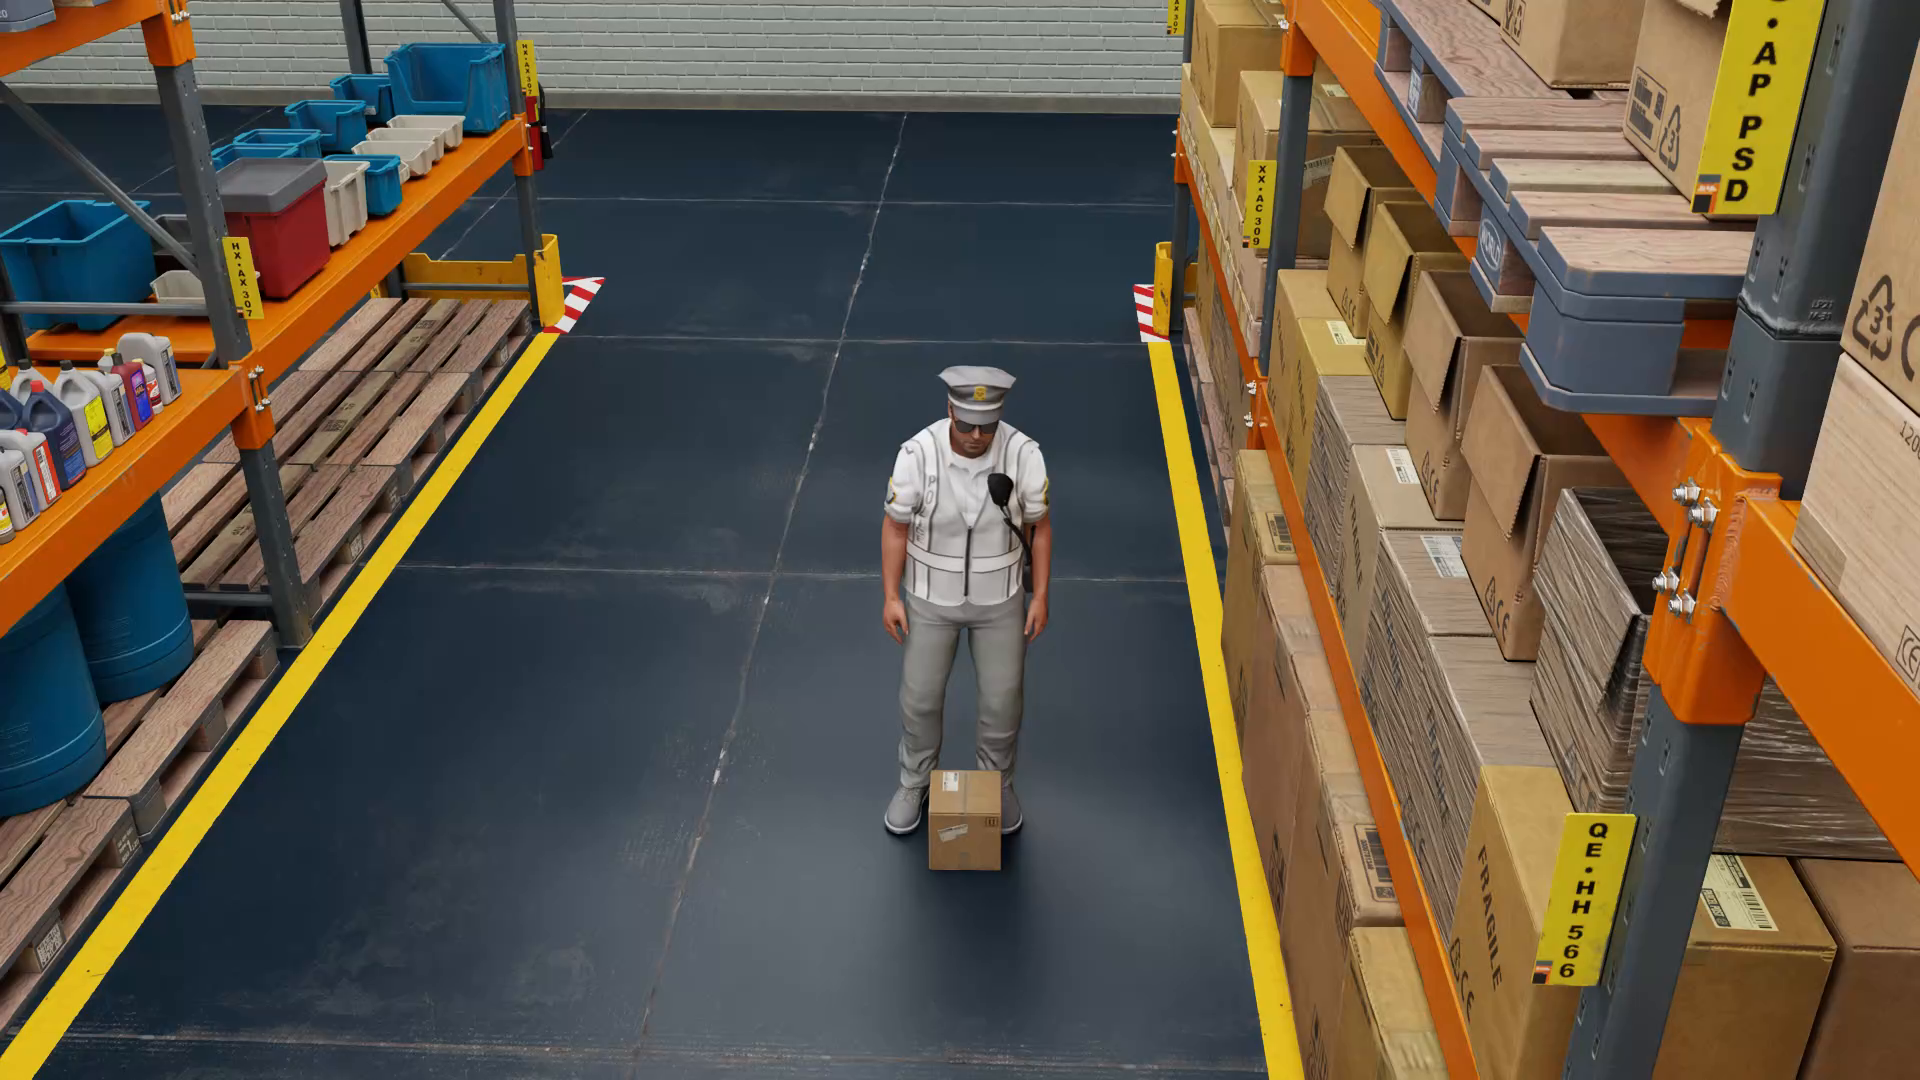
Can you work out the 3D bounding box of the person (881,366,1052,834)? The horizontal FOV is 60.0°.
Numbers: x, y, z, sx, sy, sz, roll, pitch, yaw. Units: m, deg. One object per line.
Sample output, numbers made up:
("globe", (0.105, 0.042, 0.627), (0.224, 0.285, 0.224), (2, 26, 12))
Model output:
("person", (0.019, 0.194, 5.746), (0.592, 1.746, 0.443), (-1, 28, -1))
